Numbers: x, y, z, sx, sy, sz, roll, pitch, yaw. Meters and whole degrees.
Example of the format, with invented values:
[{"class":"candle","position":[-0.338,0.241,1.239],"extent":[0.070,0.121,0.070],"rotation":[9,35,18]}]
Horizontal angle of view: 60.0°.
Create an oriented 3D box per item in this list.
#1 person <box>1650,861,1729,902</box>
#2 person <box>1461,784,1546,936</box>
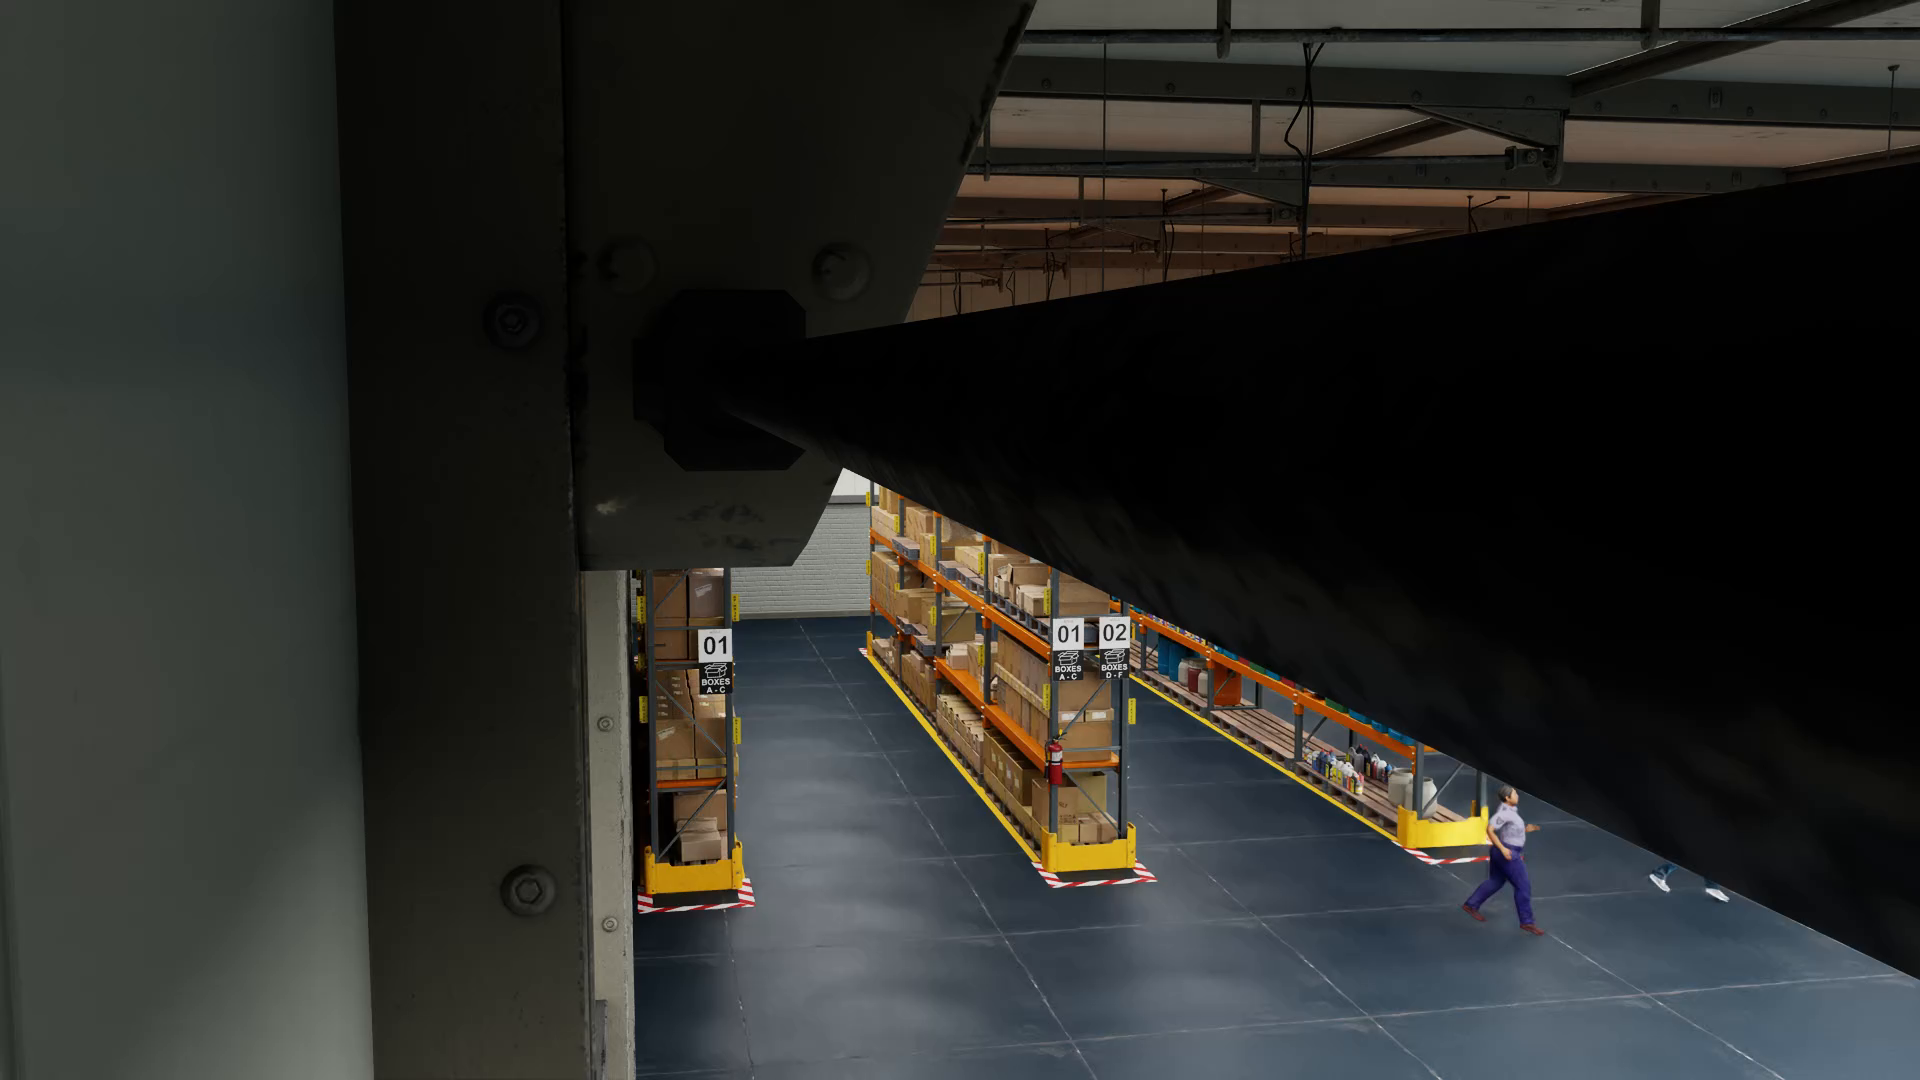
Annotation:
[{"class":"person","position":[8.704,3.474,19.780],"extent":[0.874,1.615,0.549],"rotation":[3,7,23]},{"class":"person","position":[6.107,3.557,18.619],"extent":[0.895,1.671,0.594],"rotation":[1,6,10]}]
